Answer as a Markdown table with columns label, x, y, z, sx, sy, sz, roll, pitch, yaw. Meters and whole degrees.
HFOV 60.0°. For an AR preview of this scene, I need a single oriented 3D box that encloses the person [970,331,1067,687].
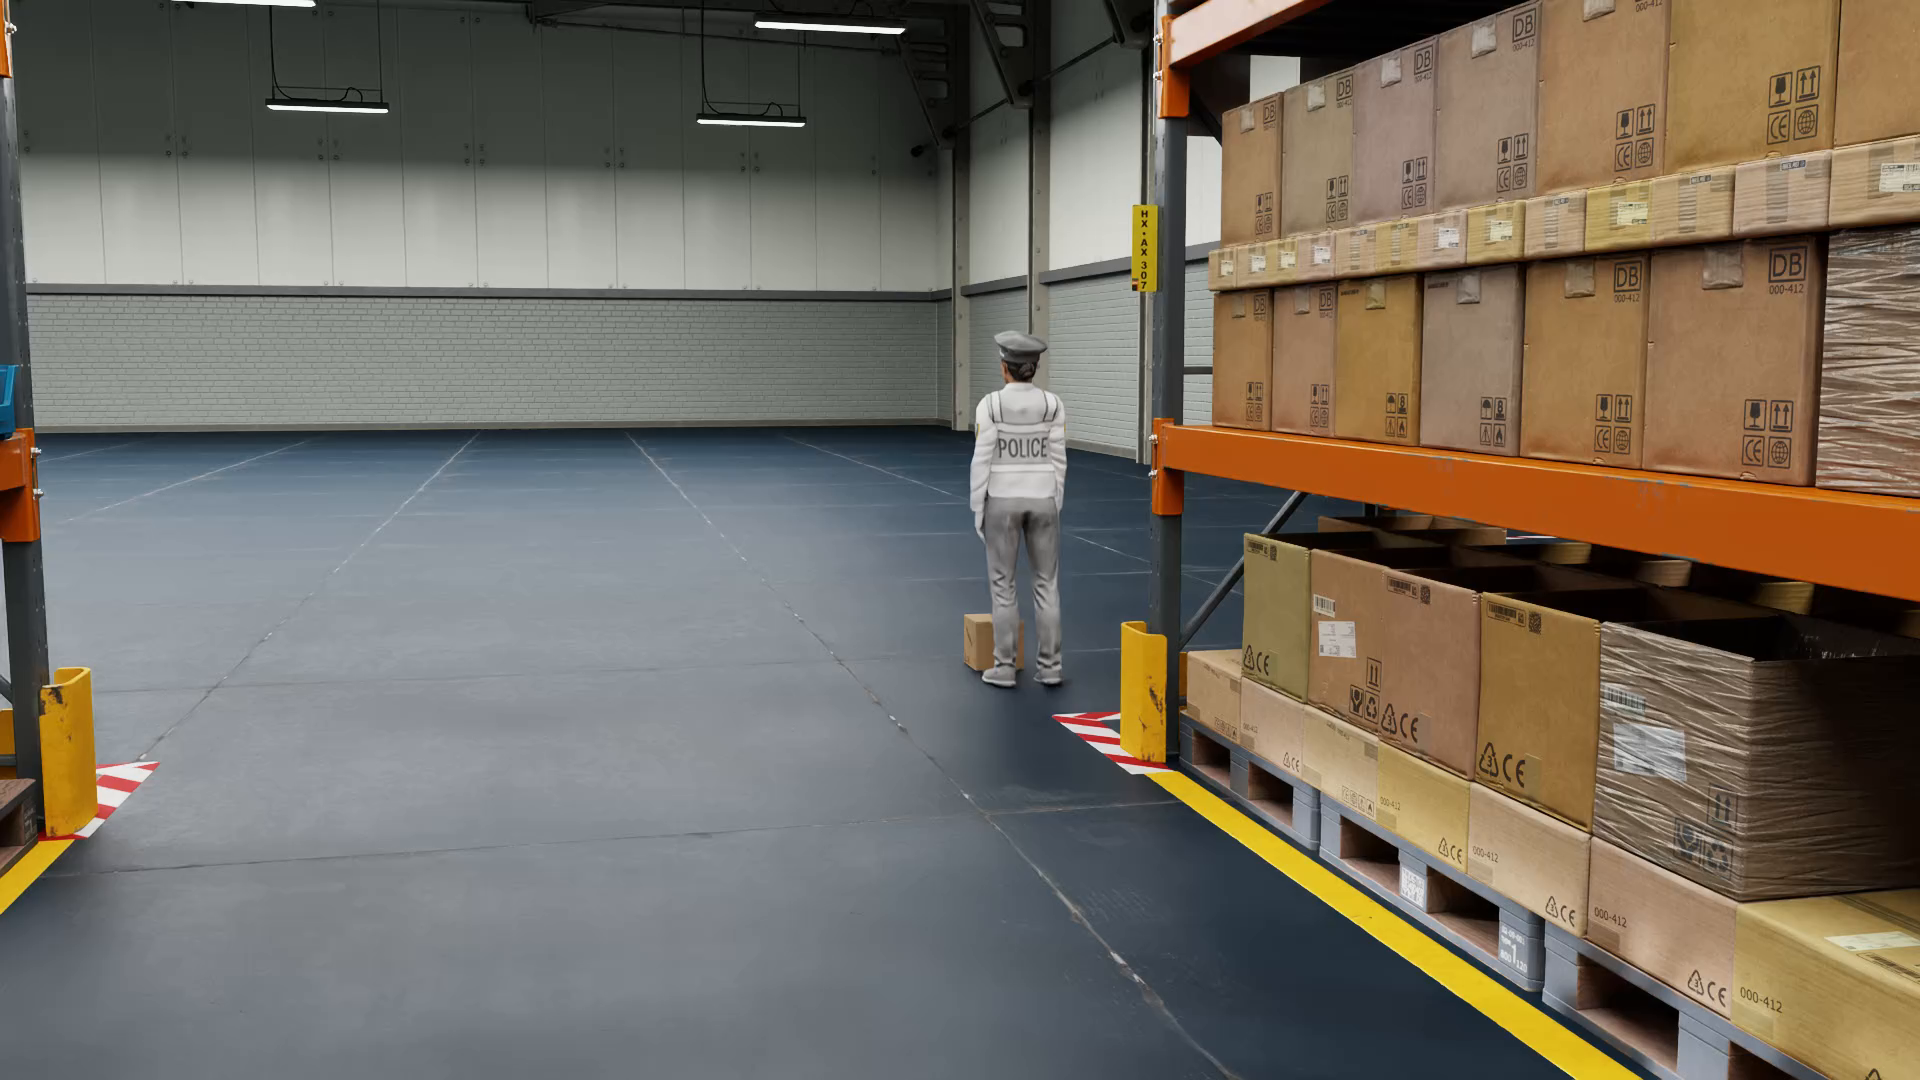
| label | x | y | z | sx | sy | sz | roll | pitch | yaw |
| --- | --- | --- | --- | --- | --- | --- | --- | --- | --- |
| person | 0.271 | -0.142 | 7.906 | 0.467 | 1.697 | 0.346 | -1 | 6 | -13 |
